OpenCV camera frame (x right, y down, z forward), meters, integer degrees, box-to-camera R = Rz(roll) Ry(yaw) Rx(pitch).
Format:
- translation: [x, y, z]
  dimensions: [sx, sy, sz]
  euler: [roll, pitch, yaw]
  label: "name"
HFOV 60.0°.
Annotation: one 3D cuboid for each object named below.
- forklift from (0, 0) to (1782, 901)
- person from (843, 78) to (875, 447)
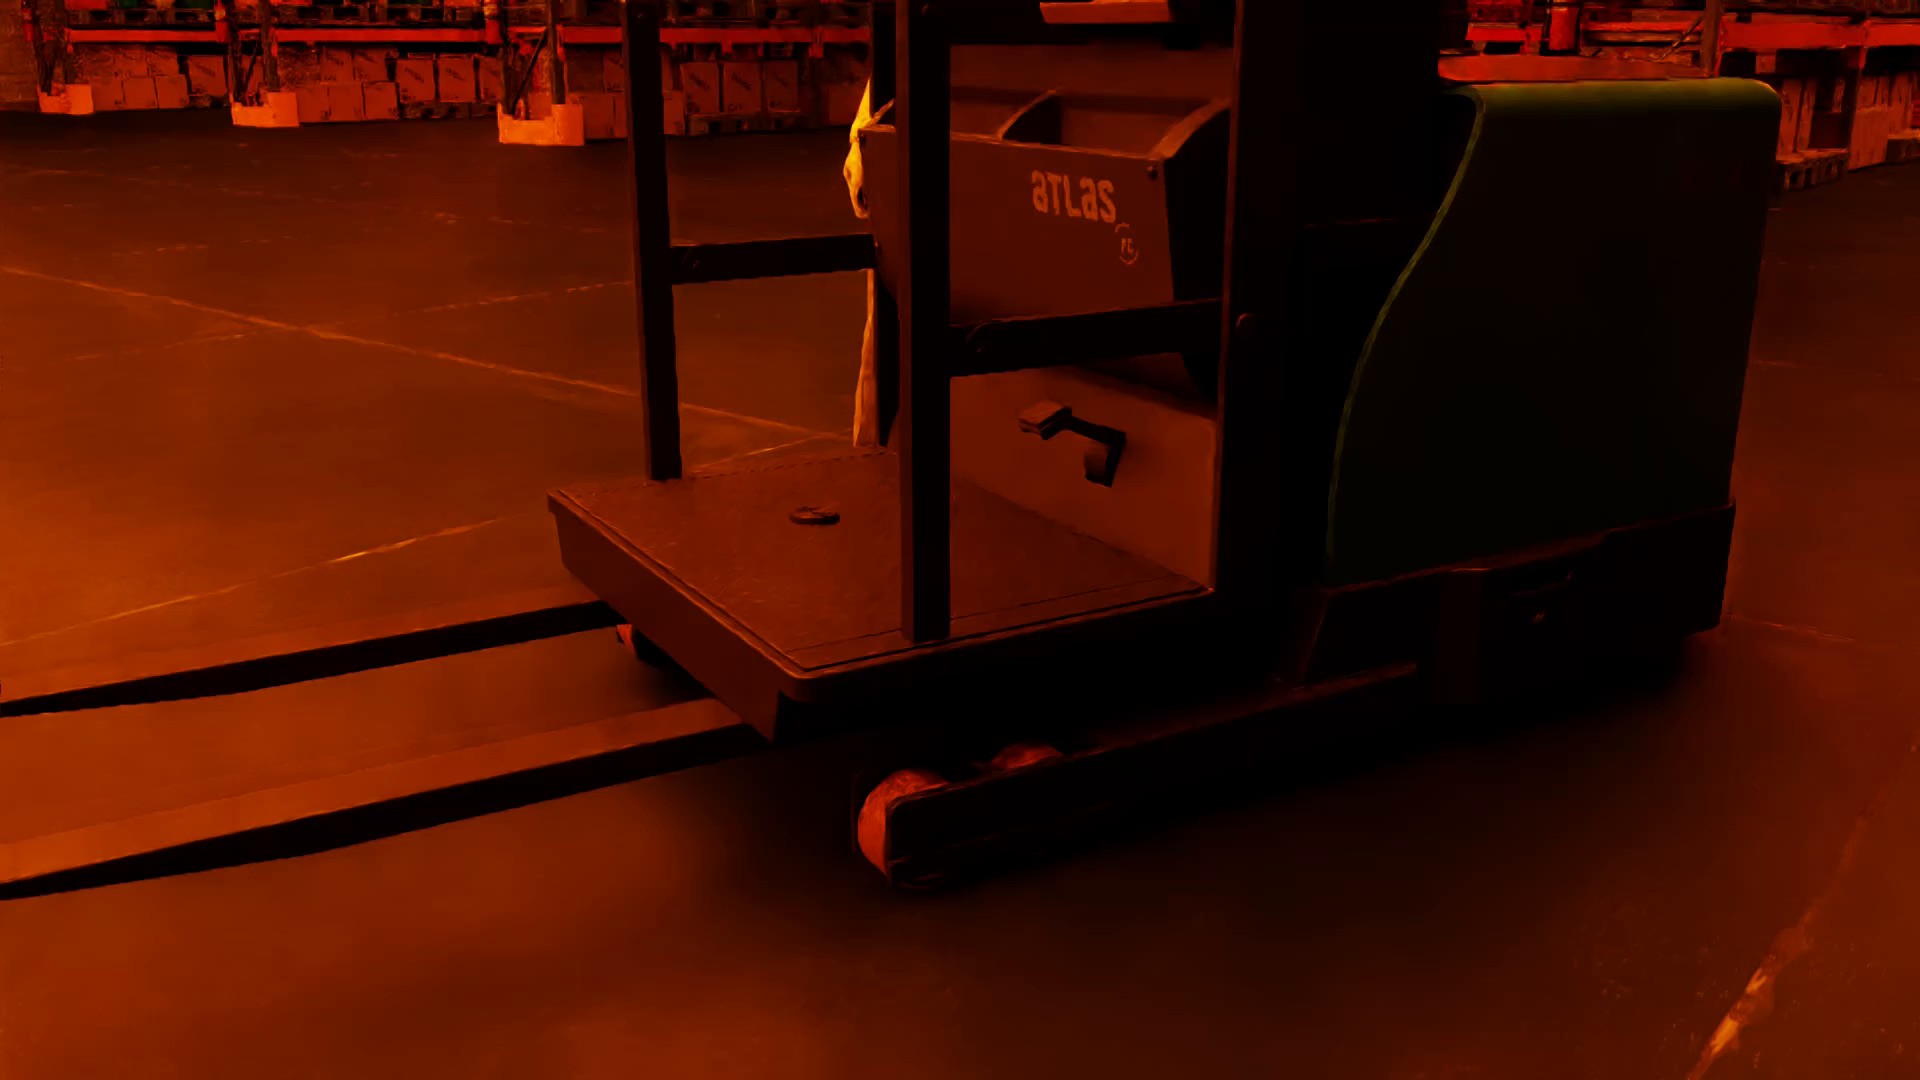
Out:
- translation: [-0.070, -1.088, 2.479]
  dimensions: [3.031, 2.935, 1.130]
  euler: [-10, 19, -29]
  label: "forklift"
- translation: [-0.049, -0.812, 3.645]
  dimensions: [0.586, 1.693, 0.529]
  euler: [13, 21, 37]
  label: "person"
